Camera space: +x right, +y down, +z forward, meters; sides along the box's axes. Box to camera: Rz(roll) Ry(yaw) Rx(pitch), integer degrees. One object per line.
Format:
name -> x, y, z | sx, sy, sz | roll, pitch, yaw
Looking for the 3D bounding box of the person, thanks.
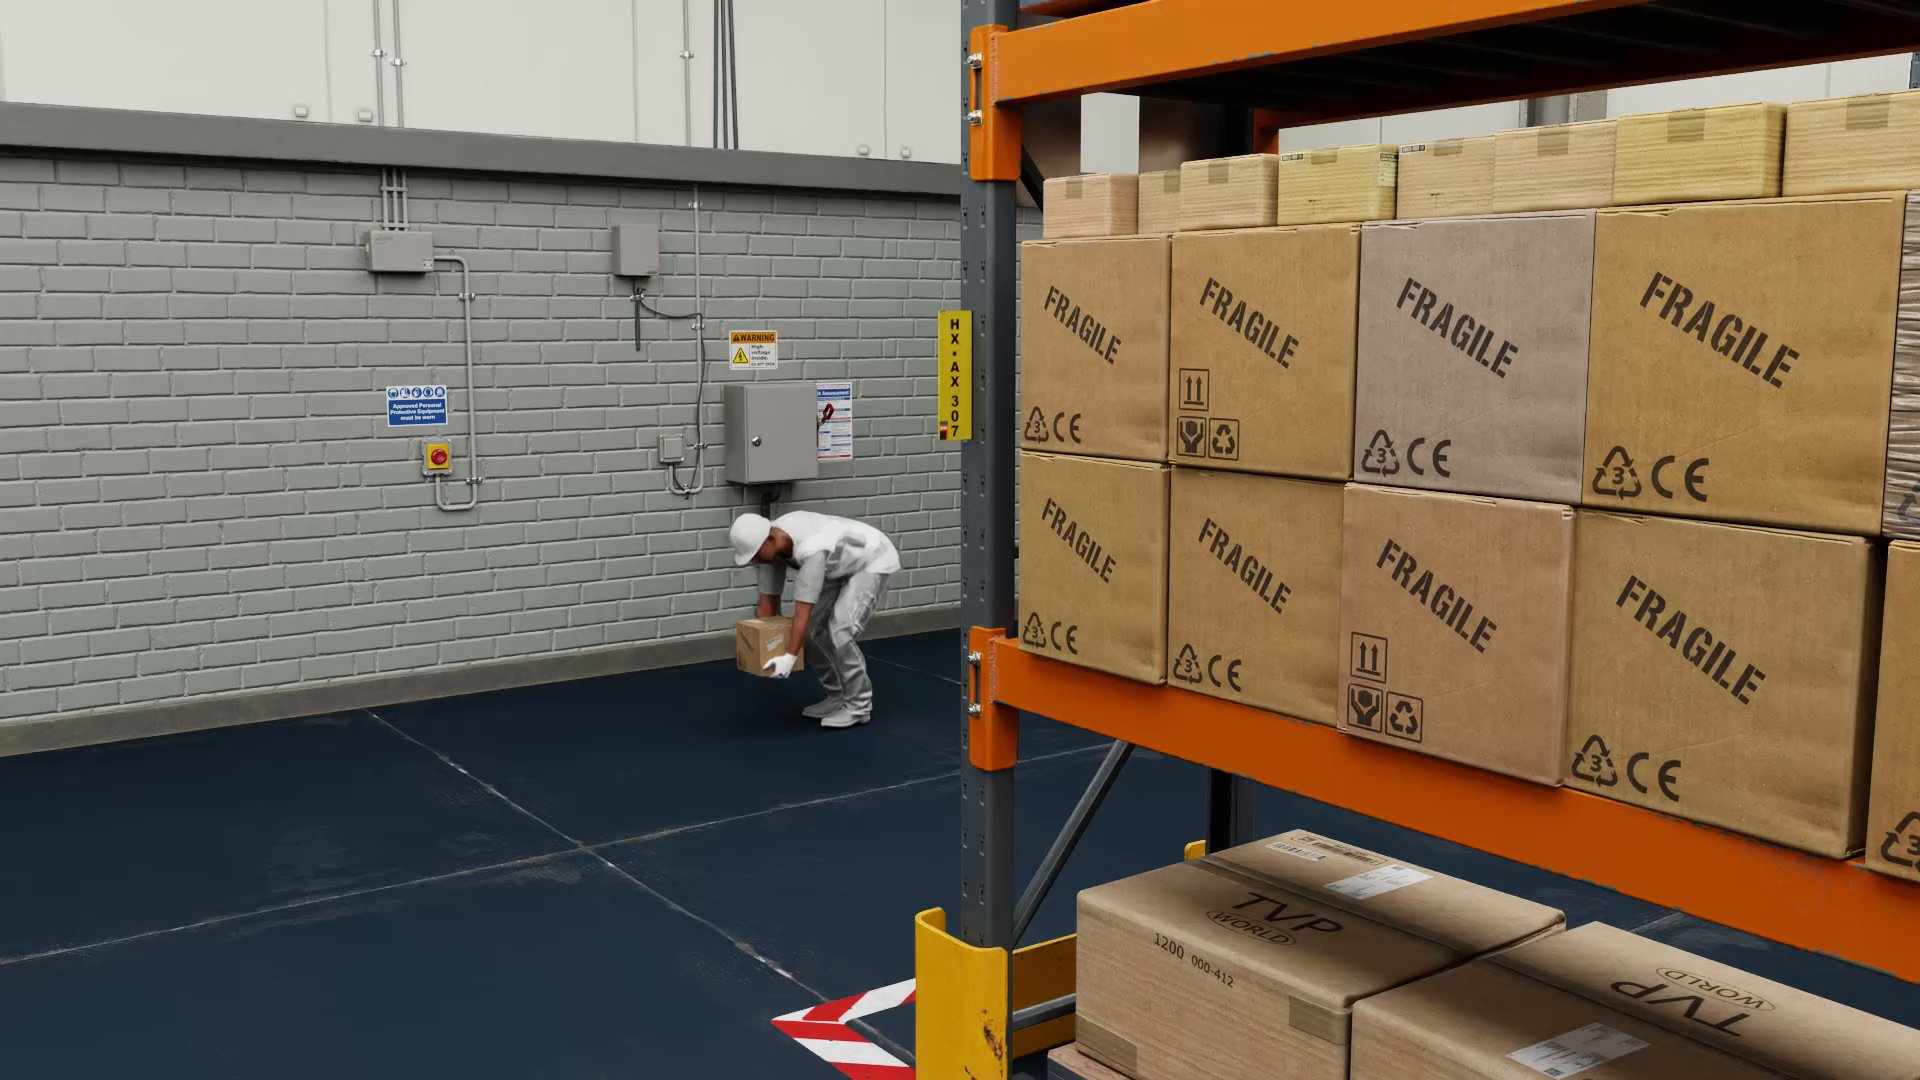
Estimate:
person -> -0.758, 0.401, 8.615 | 0.970, 1.147, 0.528 | -6, 10, -39
